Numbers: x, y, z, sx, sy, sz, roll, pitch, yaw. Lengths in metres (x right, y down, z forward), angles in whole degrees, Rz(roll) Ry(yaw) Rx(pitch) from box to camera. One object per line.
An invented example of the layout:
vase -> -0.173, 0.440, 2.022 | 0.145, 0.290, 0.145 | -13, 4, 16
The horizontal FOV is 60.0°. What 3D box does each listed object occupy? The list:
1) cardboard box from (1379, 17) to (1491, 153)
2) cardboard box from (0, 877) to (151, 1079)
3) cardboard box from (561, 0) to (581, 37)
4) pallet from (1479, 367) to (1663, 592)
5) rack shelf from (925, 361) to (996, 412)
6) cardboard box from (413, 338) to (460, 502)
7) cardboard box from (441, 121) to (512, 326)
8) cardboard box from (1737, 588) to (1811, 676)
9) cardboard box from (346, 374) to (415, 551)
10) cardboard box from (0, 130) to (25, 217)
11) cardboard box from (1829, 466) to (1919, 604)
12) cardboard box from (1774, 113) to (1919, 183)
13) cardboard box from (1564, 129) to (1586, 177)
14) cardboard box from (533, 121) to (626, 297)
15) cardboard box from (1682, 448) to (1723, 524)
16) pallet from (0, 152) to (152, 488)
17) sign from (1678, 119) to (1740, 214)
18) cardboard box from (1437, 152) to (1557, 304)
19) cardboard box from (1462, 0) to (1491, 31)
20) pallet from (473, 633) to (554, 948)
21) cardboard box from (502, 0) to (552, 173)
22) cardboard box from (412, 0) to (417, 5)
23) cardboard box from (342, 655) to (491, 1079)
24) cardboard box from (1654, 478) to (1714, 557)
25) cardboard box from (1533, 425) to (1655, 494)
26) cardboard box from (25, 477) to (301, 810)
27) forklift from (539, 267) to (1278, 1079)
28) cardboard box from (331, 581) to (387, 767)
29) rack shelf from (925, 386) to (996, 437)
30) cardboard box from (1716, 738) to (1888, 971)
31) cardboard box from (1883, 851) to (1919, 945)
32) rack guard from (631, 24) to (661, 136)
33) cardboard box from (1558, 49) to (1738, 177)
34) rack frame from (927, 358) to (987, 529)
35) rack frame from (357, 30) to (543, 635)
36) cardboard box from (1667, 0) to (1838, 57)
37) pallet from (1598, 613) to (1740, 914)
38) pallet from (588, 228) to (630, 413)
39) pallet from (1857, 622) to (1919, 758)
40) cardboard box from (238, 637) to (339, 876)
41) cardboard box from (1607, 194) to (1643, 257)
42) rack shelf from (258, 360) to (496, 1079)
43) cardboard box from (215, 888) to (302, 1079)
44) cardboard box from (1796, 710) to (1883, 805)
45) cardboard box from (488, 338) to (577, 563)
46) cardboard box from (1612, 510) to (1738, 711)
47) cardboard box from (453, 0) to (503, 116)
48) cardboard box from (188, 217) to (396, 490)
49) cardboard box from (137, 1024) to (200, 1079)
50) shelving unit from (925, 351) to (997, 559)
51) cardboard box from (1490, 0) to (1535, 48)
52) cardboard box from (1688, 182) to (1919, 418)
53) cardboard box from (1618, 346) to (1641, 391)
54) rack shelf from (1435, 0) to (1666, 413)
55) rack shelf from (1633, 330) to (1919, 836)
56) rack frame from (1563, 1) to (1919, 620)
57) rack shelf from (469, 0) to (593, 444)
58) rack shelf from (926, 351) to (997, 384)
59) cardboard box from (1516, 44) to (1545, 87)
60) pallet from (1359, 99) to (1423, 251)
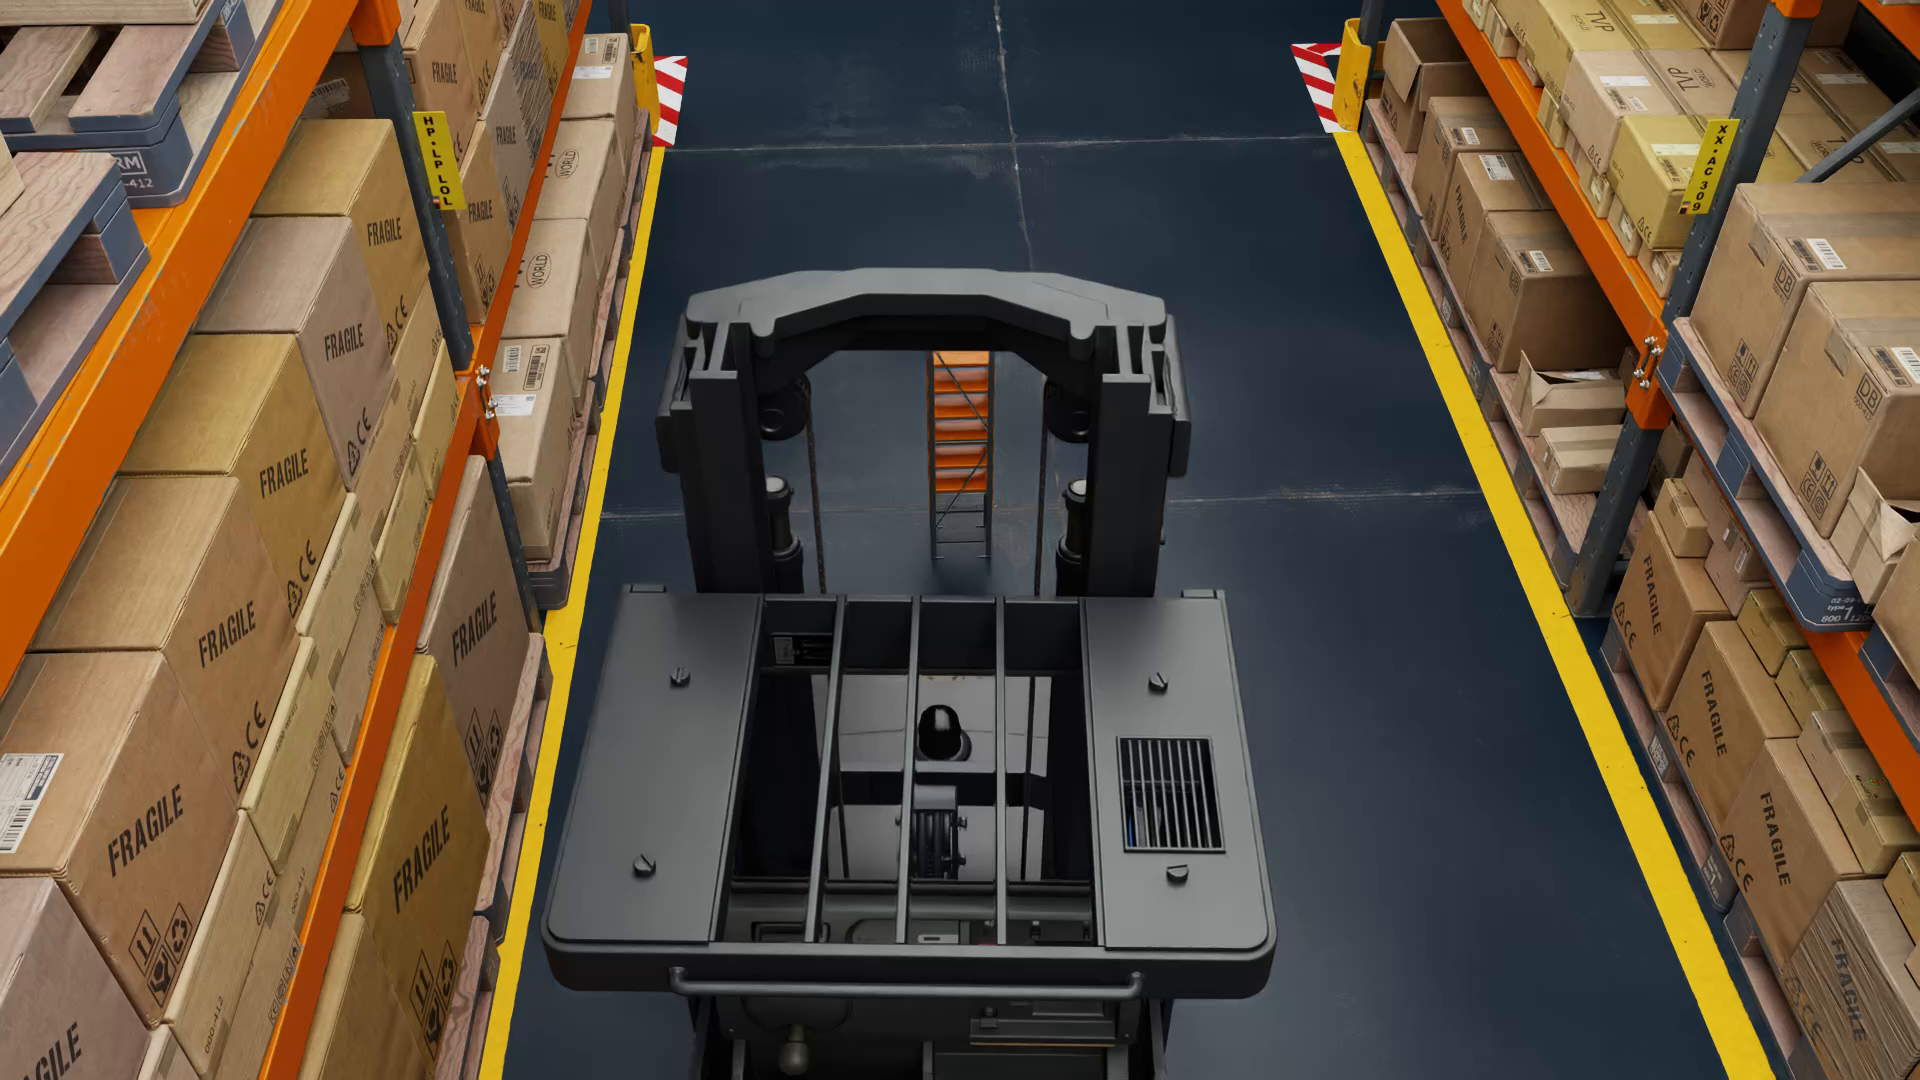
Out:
cardboard box -> 2.623, -2.373, 8.656 | 0.797, 0.503, 0.637 | -3, 43, -3
cardboard box -> -1.735, 0.911, 2.722 | 0.500, 0.500, 0.500 | -1, 43, -2
cardboard box -> -1.944, -2.442, 7.120 | 0.500, 0.500, 0.500 | -1, 43, -1
pallet -> 2.834, -0.290, 6.910 | 1.003, 0.211, 1.213 | -2, 43, -2
rack shelf -> 0.001, -0.577, 6.202 | 0.258, 0.103, 0.180 | -2, 43, -2
cardboard box -> -1.826, -0.358, 5.032 | 0.500, 0.250, 0.500 | -3, 43, -3
cardboard box -> -1.855, -1.070, 5.624 | 0.500, 0.500, 0.500 | 0, 43, 0
cardboard box -> 2.723, 0.281, 5.283 | 0.380, 0.149, 0.250 | -4, 43, -4
cardboard box -> -1.807, -0.210, 4.501 | 0.500, 0.250, 0.500 | -1, 43, -1
cardboard box -> -1.867, -0.611, 2.839 | 0.380, 0.166, 0.250 | 2, 43, 2
cardboard box -> 2.538, -0.011, 4.330 | 0.396, 0.266, 0.258 | 0, 43, 0
cardboard box -> 3.111, -1.251, 5.785 | 0.500, 0.250, 0.500 | -2, 43, -2
cardboard box -> 2.544, -1.497, 6.350 | 0.380, 0.149, 0.250 | -1, 43, -1
cardboard box -> -2.092, -1.560, 7.817 | 0.875, 0.438, 0.875 | -1, 43, -1
cardboard box -> 2.672, -0.188, 5.574 | 0.380, 0.149, 0.250 | -2, 43, -3
pallet -> -2.058, -0.233, 2.704 | 1.003, 0.211, 1.213 | 0, 43, 0
sign -> 2.320, -1.153, 5.147 | 0.100, 0.325, 0.005 | -2, 43, -2
cardboard box -> 2.543, -1.434, 7.634 | 0.500, 0.500, 0.500 | -1, 43, -1
cardboard box -> 2.437, -2.361, 7.292 | 0.380, 0.149, 0.250 | -3, 43, -3
pallet -> -1.989, 0.837, 5.680 | 1.003, 0.211, 1.213 | -2, 43, -2
cardboard box -> -1.887, -1.746, 6.361 | 0.500, 0.500, 0.500 | -1, 43, -2
cardboard box -> -1.878, -1.747, 5.142 | 0.380, 0.149, 0.250 | -1, 43, -1
cardboard box -> -1.945, 0.945, 4.761 | 0.875, 0.875, 0.875 | -1, 43, -1
cardboard box -> 2.611, -0.077, 5.673 | 0.380, 0.149, 0.250 | 0, 43, 0
cardboard box -> 2.545, -0.326, 6.685 | 0.380, 0.149, 0.250 | -3, 43, -3
cardboard box -> -1.759, 0.221, 3.475 | 0.500, 0.500, 0.500 | -1, 43, -1
forklift -> -0.070, 1.046, 3.440 | 1.130, 2.935, 3.031 | 1, 43, 1
cardboard box -> -1.803, 0.327, 4.285 | 0.500, 0.250, 0.500 | -3, 43, -3
rack shelf -> 0.001, -0.488, 6.283 | 0.258, 0.103, 0.180 | -2, 43, -2
cardboard box -> 2.707, 0.942, 5.042 | 0.500, 0.500, 0.500 | -3, 43, -3
cardboard box -> 2.770, 0.984, 4.515 | 0.380, 0.149, 0.250 | -1, 43, -2
rack guard -> -2.268, -2.504, 9.112 | 1.175, 0.500, 0.348 | -2, 43, -2
cardboard box -> 2.561, -1.583, 6.148 | 0.500, 0.250, 0.500 | -2, 43, -2
rack frame -> -0.003, -0.494, 6.401 | 0.240, 1.200, 0.006 | -2, 43, -2
rack frame -> -2.097, -0.709, 5.304 | 1.000, 3.000, 0.127 | -2, 43, -2
cardboard box -> 3.063, -1.937, 6.535 | 0.500, 0.250, 0.500 | -1, 43, -1
pallet -> 2.934, 0.722, 5.806 | 1.003, 0.211, 1.213 | -2, 43, -2
pallet -> -2.106, -1.022, 7.709 | 1.003, 0.211, 1.213 | -2, 43, -2
pallet -> 2.945, 0.604, 4.013 | 1.003, 0.211, 1.213 | -2, 43, -2
cardboard box -> -1.740, 0.484, 3.743 | 0.500, 0.250, 0.500 | -1, 43, -1
cardboard box -> 2.563, -1.145, 5.965 | 0.380, 0.149, 0.250 | -1, 43, -1
rack shelf -> -2.012, 0.906, 4.074 | 1.077, 0.370, 4.000 | -2, 43, -2
cardboard box -> -1.753, 1.008, 3.541 | 0.500, 0.250, 0.500 | 0, 43, 0
cardboard box -> 2.721, 0.635, 4.896 | 0.380, 0.149, 0.250 | -2, 43, -2
cardboard box -> -2.016, -0.346, 6.493 | 0.875, 0.438, 0.875 | -2, 43, -2
cardboard box -> 2.658, 0.245, 5.801 | 0.500, 0.500, 0.500 | 0, 43, 0
cardboard box -> -1.891, -1.784, 5.663 | 0.500, 0.500, 0.500 | -2, 43, -2
cardboard box -> -1.798, -0.471, 4.230 | 0.500, 0.500, 0.500 | -1, 43, -1
cardboard box -> -1.723, 1.164, 3.001 | 0.500, 0.250, 0.500 | -1, 43, -1
shelving unit -> 0.001, -0.433, 6.334 | 0.258, 1.200, 0.189 | -2, 43, -2
cardboard box -> 2.532, -2.268, 6.895 | 0.500, 0.250, 0.500 | -3, 43, -3
cardboard box -> 2.659, -0.713, 4.923 | 0.700, 0.500, 0.500 | -1, 43, -1
cardboard box -> 3.052, -0.704, 7.097 | 0.380, 0.149, 0.250 | -2, 43, -2
rack shelf -> 2.777, -1.939, 7.178 | 1.077, 0.370, 4.000 | -2, 43, -2
rack shelf -> 2.947, 0.761, 4.232 | 1.077, 0.370, 4.000 | -2, 43, -2
rack frame -> 2.862, -0.854, 5.462 | 1.000, 3.000, 0.127 | -2, 43, -2
rack shelf -> -2.182, -1.794, 7.020 | 1.077, 0.370, 4.000 | -2, 43, -2
rack shelf -> 0.001, -0.665, 6.121 | 0.258, 0.103, 0.180 | -2, 43, -2
cardboard box -> 2.548, -2.012, 6.911 | 0.380, 0.149, 0.250 | -2, 43, -2
pallet -> 2.730, -1.937, 8.707 | 1.003, 0.211, 1.213 | -2, 43, -2
